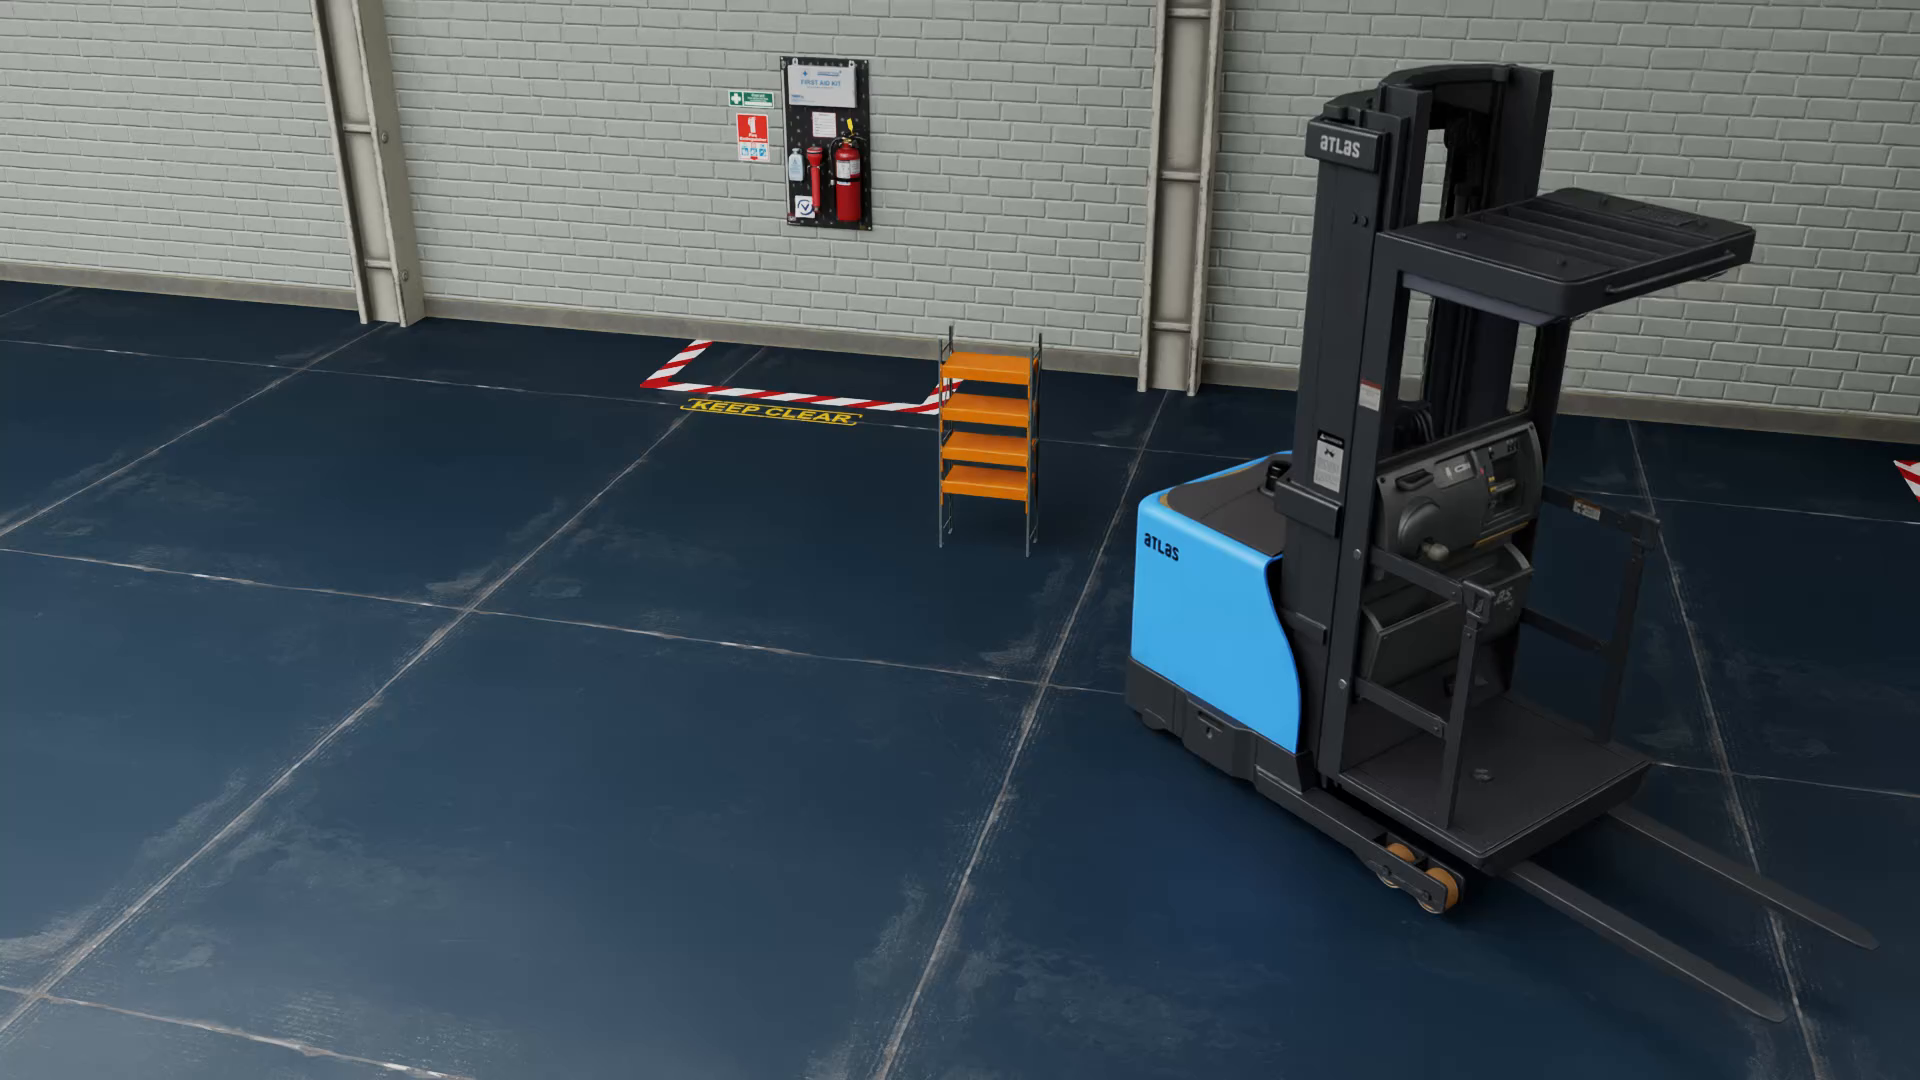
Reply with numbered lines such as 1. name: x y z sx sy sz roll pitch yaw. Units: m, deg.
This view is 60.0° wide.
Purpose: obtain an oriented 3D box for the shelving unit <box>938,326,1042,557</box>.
1. shelving unit: 0.160 -0.524 8.955 0.503 1.200 0.258 6 26 13

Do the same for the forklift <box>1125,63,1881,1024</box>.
1. forklift: 2.033 -0.153 6.162 1.130 2.935 3.031 -18 31 -33

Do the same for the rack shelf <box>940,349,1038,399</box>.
1. rack shelf: 0.160 -0.879 8.786 0.480 0.148 0.258 6 26 13

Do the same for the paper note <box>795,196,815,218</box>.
1. paper note: -1.093 -2.347 11.715 0.142 0.148 0.016 6 26 13

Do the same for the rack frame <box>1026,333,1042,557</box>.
1. rack frame: 0.397 -0.498 8.900 0.015 1.200 0.240 6 26 13

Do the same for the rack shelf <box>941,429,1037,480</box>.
1. rack shelf: 0.160 -0.463 8.984 0.480 0.148 0.258 6 26 13

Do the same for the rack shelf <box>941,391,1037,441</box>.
1. rack shelf: 0.160 -0.665 8.888 0.480 0.148 0.258 6 26 13

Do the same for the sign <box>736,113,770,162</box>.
1. sign: -1.448 -2.815 11.633 0.234 0.329 0.001 6 26 13

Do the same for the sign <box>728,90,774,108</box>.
1. sign: -1.446 -3.051 11.510 0.331 0.109 0.001 6 26 13

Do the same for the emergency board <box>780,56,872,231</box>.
1. emergency board: -0.938 -2.697 11.426 0.643 1.169 0.194 6 26 13

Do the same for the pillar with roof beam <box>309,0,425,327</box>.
1. pillar with roof beam: -5.438 -3.976 7.132 0.400 9.000 9.100 6 26 13

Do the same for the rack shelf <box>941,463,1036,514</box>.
1. rack shelf: 0.160 -0.284 9.069 0.480 0.148 0.258 6 26 13

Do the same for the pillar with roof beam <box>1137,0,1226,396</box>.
1. pillar with roof beam: 0.373 -3.333 5.783 0.400 9.000 9.100 6 26 13

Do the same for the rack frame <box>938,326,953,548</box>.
1. rack frame: -0.076 -0.550 9.010 0.015 1.200 0.240 6 26 13
